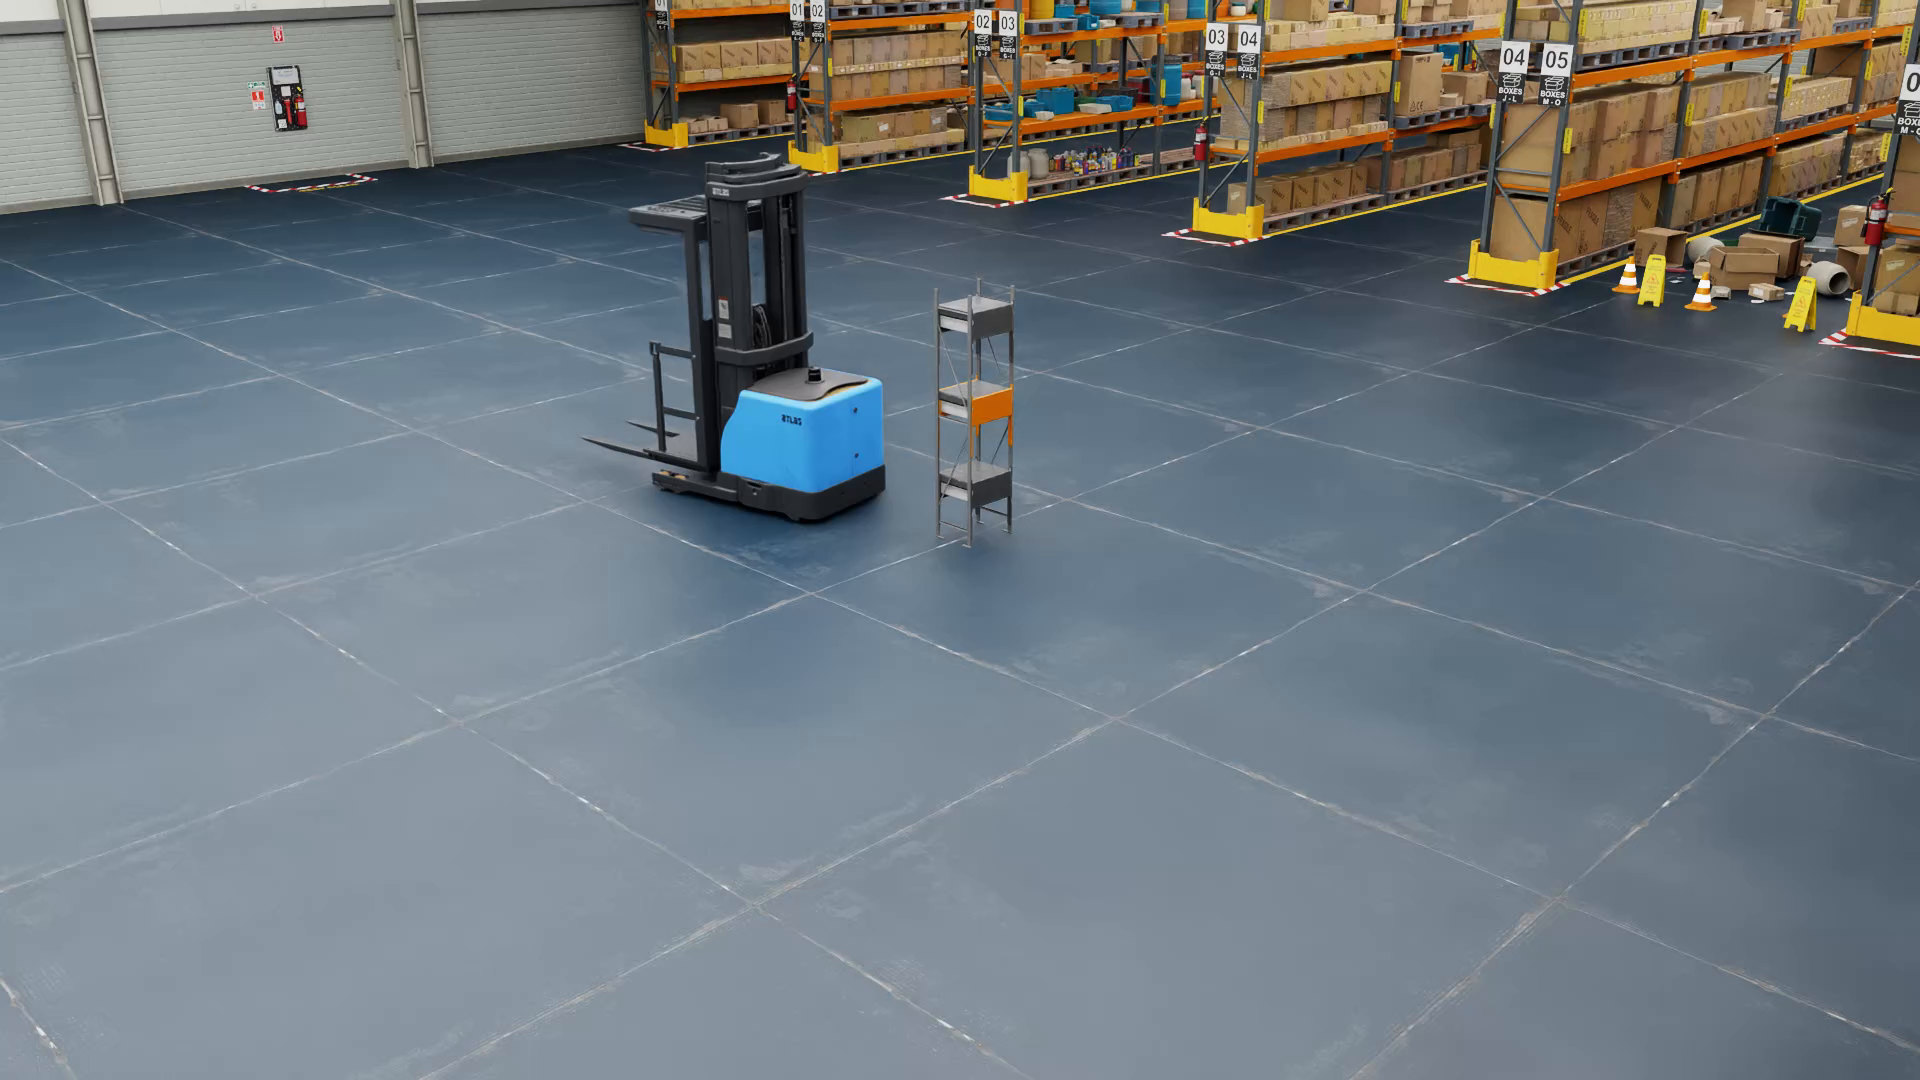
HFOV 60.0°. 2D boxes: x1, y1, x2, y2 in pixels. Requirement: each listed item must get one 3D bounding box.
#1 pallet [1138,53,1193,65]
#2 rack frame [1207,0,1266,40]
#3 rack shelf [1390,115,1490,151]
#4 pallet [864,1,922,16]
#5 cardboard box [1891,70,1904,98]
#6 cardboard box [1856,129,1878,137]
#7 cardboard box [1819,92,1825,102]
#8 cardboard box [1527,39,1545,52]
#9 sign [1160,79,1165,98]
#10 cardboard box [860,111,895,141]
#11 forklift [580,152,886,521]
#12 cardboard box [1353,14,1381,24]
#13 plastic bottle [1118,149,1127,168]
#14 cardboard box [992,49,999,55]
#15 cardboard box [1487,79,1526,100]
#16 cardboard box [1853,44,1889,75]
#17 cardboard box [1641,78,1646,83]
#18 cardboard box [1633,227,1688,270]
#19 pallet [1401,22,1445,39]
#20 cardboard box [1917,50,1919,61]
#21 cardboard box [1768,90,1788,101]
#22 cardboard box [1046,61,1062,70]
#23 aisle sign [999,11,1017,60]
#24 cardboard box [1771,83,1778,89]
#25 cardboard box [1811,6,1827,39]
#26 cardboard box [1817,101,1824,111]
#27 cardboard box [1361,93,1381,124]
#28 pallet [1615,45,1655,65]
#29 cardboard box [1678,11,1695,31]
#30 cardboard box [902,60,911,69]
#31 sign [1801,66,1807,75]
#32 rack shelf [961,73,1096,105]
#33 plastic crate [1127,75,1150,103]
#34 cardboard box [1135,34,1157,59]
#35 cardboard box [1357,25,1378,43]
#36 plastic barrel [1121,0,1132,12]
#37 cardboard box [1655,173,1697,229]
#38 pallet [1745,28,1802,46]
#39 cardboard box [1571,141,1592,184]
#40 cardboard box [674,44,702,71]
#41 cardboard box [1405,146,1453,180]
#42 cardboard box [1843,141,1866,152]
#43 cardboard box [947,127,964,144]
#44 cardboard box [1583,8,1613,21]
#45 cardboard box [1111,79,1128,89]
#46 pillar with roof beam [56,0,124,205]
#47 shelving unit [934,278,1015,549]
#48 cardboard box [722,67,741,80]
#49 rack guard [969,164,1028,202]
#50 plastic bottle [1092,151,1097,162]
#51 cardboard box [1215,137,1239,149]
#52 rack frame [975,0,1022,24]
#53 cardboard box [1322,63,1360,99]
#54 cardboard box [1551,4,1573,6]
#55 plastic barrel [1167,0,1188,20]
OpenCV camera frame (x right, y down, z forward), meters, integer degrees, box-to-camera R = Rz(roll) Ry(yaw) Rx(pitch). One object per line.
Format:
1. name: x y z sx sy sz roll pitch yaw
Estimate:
1. pallet: 4.851 -11.580 40.016 1.003 0.211 1.213 19 28 41
2. rack frame: 4.210 -9.083 24.890 1.000 3.000 0.127 19 28 41
3. rack shelf: 8.396 -7.489 30.108 1.077 0.370 4.000 19 28 41
4. pallet: -1.522 -10.612 33.173 1.003 0.211 1.213 19 28 41
5. cardboard box: 17.661 -8.744 31.817 0.500 0.500 0.500 -18 28 -39
6. cardboard box: 18.140 -8.121 33.307 0.250 0.149 0.380 -20 28 -41
7. cardboard box: 15.012 -7.826 29.332 0.380 0.149 0.250 19 28 41
8. cardboard box: 7.683 -6.711 22.526 0.380 0.149 0.250 19 28 41
9. sign: 3.839 -8.539 31.452 0.100 0.325 0.005 19 28 41
10. cardboard box: -1.664 -8.369 33.595 0.500 0.500 0.500 19 28 41
11. forklift: -2.161 -1.922 14.717 3.031 2.935 1.130 14 25 32
12. cardboard box: 6.729 -8.625 27.534 0.380 0.149 0.250 20 28 41
13. plastic bottle: 3.076 -7.232 31.516 0.144 0.351 0.185 18 27 38
14. cardboard box: 0.791 -12.440 42.308 0.250 0.149 0.380 -19 28 -40
15. cardboard box: 10.325 -8.443 31.447 0.500 0.500 0.500 -19 28 -40
16. cardboard box: 16.905 -8.944 30.944 0.500 0.500 0.500 18 28 39
17. cardboard box: 14.293 -9.711 35.237 0.250 0.149 0.380 -19 28 -41
18. cardboard box: 10.136 -4.222 24.086 0.500 0.500 0.500 -14 25 -33
19. pallet: 7.508 -8.755 28.481 1.213 0.211 1.003 19 28 41
20. cardboard box: 11.335 -5.618 19.296 0.380 0.149 0.250 20 28 41
21. cardboard box: 13.739 -7.500 28.068 0.380 0.149 0.250 19 28 41
22. cardboard box: 1.933 -10.596 37.314 0.500 0.311 0.500 19 28 40
23. aisle sign: 0.821 -8.644 28.486 0.394 0.787 0.004 19 28 41
24. cardboard box: 14.192 -8.001 29.372 0.250 0.149 0.380 -18 28 -39
25. cardboard box: 14.207 -8.729 28.011 0.500 0.500 0.500 19 28 41
26. cardboard box: 15.023 -7.691 29.396 0.250 0.149 0.380 -19 28 -40
27. cardboard box: 6.643 -7.396 28.310 0.875 0.500 0.500 19 28 41
28. pallet: 9.055 -6.883 23.470 1.003 0.211 1.213 19 28 41
29. cardboard box: 10.325 -7.564 24.190 0.500 0.250 0.500 19 28 40
30. cardboard box: -1.200 -9.622 33.611 0.250 0.149 0.380 -19 28 -40
31. sign: 15.671 -8.638 30.887 0.100 0.325 0.005 19 28 41
32. rack shelf: 1.301 -9.970 36.561 1.077 0.370 4.000 19 28 41
33. plastic crate: 3.571 -8.781 32.378 0.402 0.464 0.583 19 28 41
34. cardboard box: 4.298 -11.621 39.130 0.700 0.500 0.500 12 24 27
35. cardboard box: 6.498 -8.327 27.313 0.500 0.250 0.500 -19 28 -41
36. plastic barrel: 3.011 -10.137 31.073 0.421 0.512 0.421 0 21 0
37. cardboard box: 10.853 -5.372 26.146 1.050 0.750 0.750 19 28 40
38. pallet: 12.863 -8.205 27.050 1.003 0.211 1.213 -19 28 -40
39. cardboard box: 8.288 -5.339 23.302 0.875 0.550 0.550 19 28 41
40. cardboard box: -5.888 -10.339 35.655 0.500 0.500 0.500 19 28 41
41. cardboard box: 8.570 -6.907 30.462 0.500 0.500 0.700 -17 27 -38
42. cardboard box: 16.995 -7.486 31.656 0.380 0.149 0.250 18 28 39
43. cardboard box: -0.261 -8.530 35.060 0.500 0.250 0.500 19 28 41
44. cardboard box: 8.508 -7.049 22.294 0.380 0.149 0.250 19 28 40
45. cardboard box: 3.927 -10.787 39.511 0.500 0.250 0.500 19 28 40
46. pillar with roof beam: -11.855 -9.037 24.769 9.100 9.000 0.400 19 28 41
47. shelving unit: 0.115 -1.023 13.536 0.431 2.100 0.503 19 28 41
48. cardboard box: -5.157 -10.254 36.479 0.500 0.250 0.500 19 28 40
49. rack guard: 0.681 -6.387 29.722 1.175 0.500 0.348 19 28 41
50. plastic bottle: 2.577 -7.311 31.832 0.097 0.271 0.097 0 21 0
51. cardboard box: 4.261 -6.290 26.337 0.380 0.149 0.250 19 28 41
52. rack frame: 0.662 -10.323 28.115 1.000 3.000 0.127 19 28 41
53. cardboard box: 6.187 -7.521 27.242 0.500 0.500 0.500 19 28 41
54. cardboard box: 8.394 -7.345 23.064 0.380 0.149 0.250 19 28 41
55. plastic barrel: 4.108 -10.538 32.158 0.600 0.901 0.600 0 21 0
